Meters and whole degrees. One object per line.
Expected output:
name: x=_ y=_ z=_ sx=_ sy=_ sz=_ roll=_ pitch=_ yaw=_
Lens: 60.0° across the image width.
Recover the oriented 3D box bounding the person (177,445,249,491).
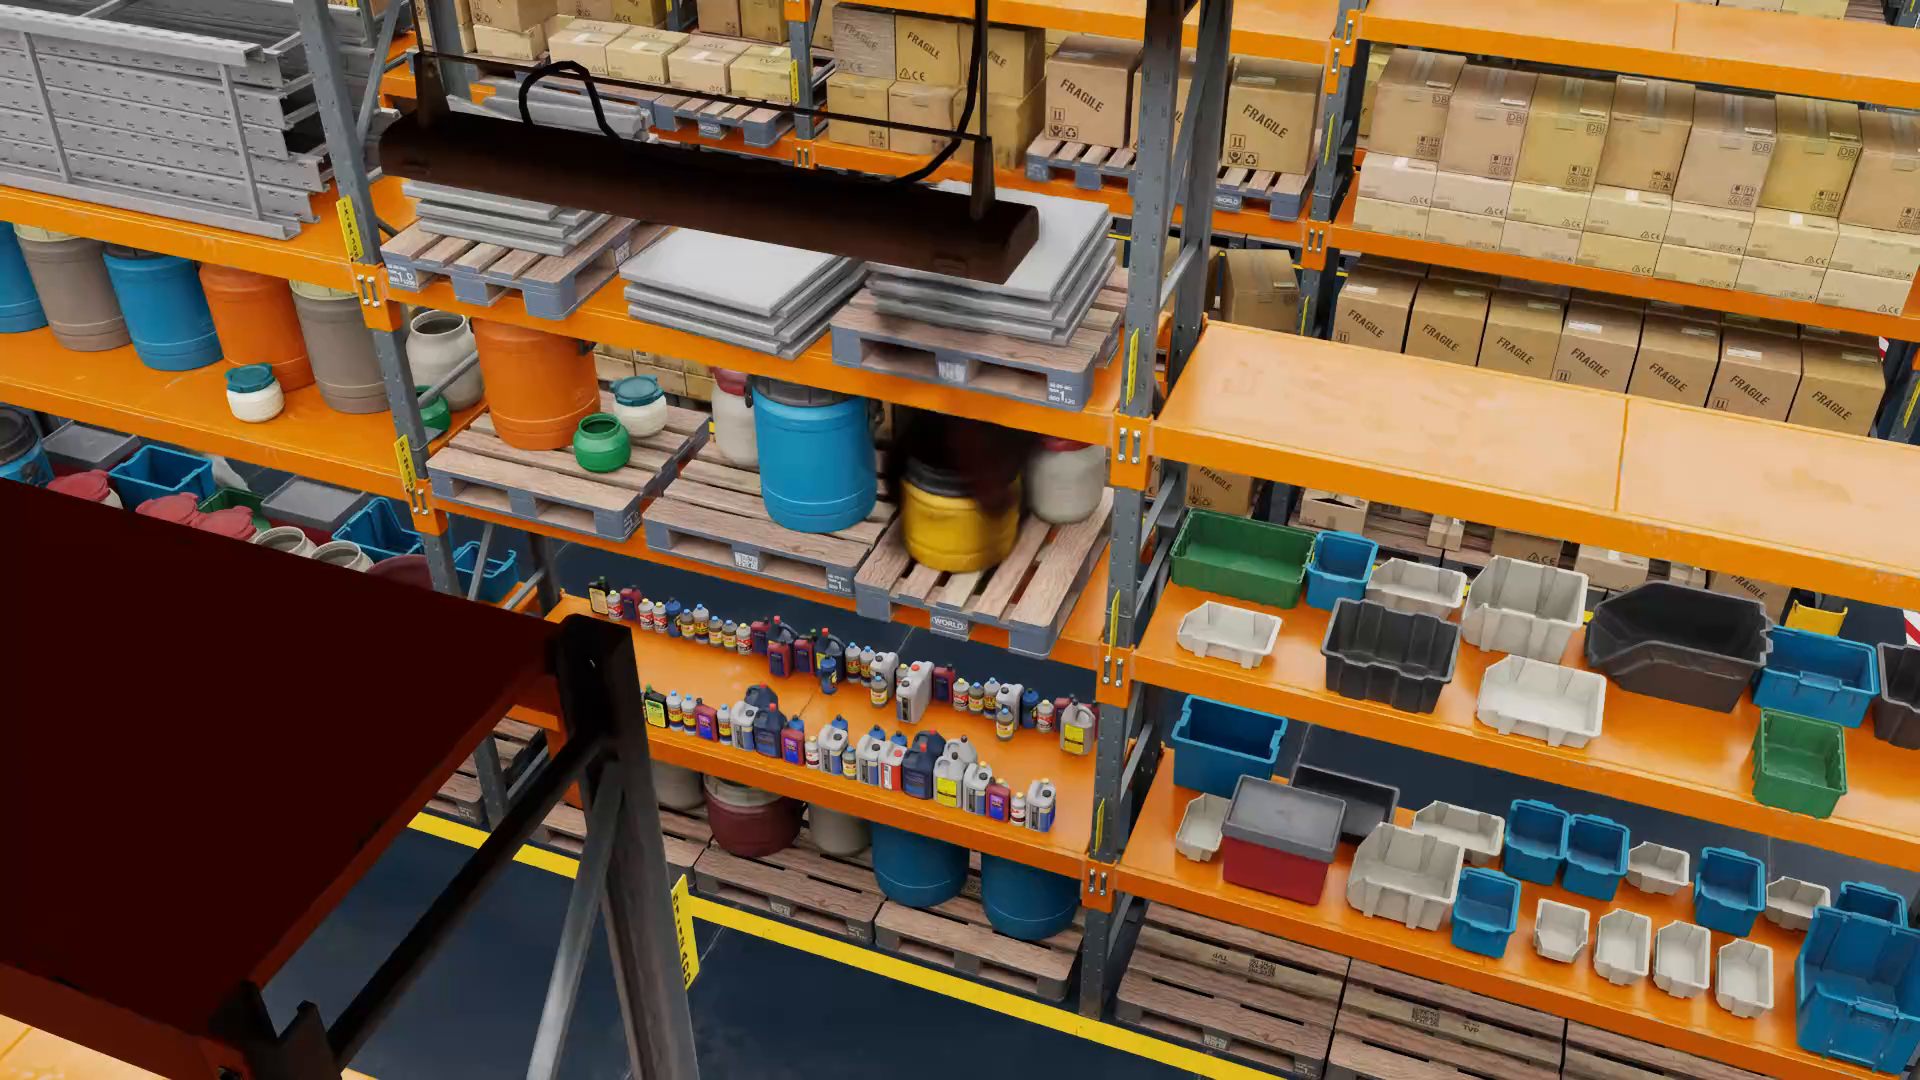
person: x=-6.196 y=-1.019 z=13.369 sx=0.738 sy=1.720 sz=0.531 roll=6 pitch=37 yaw=8
